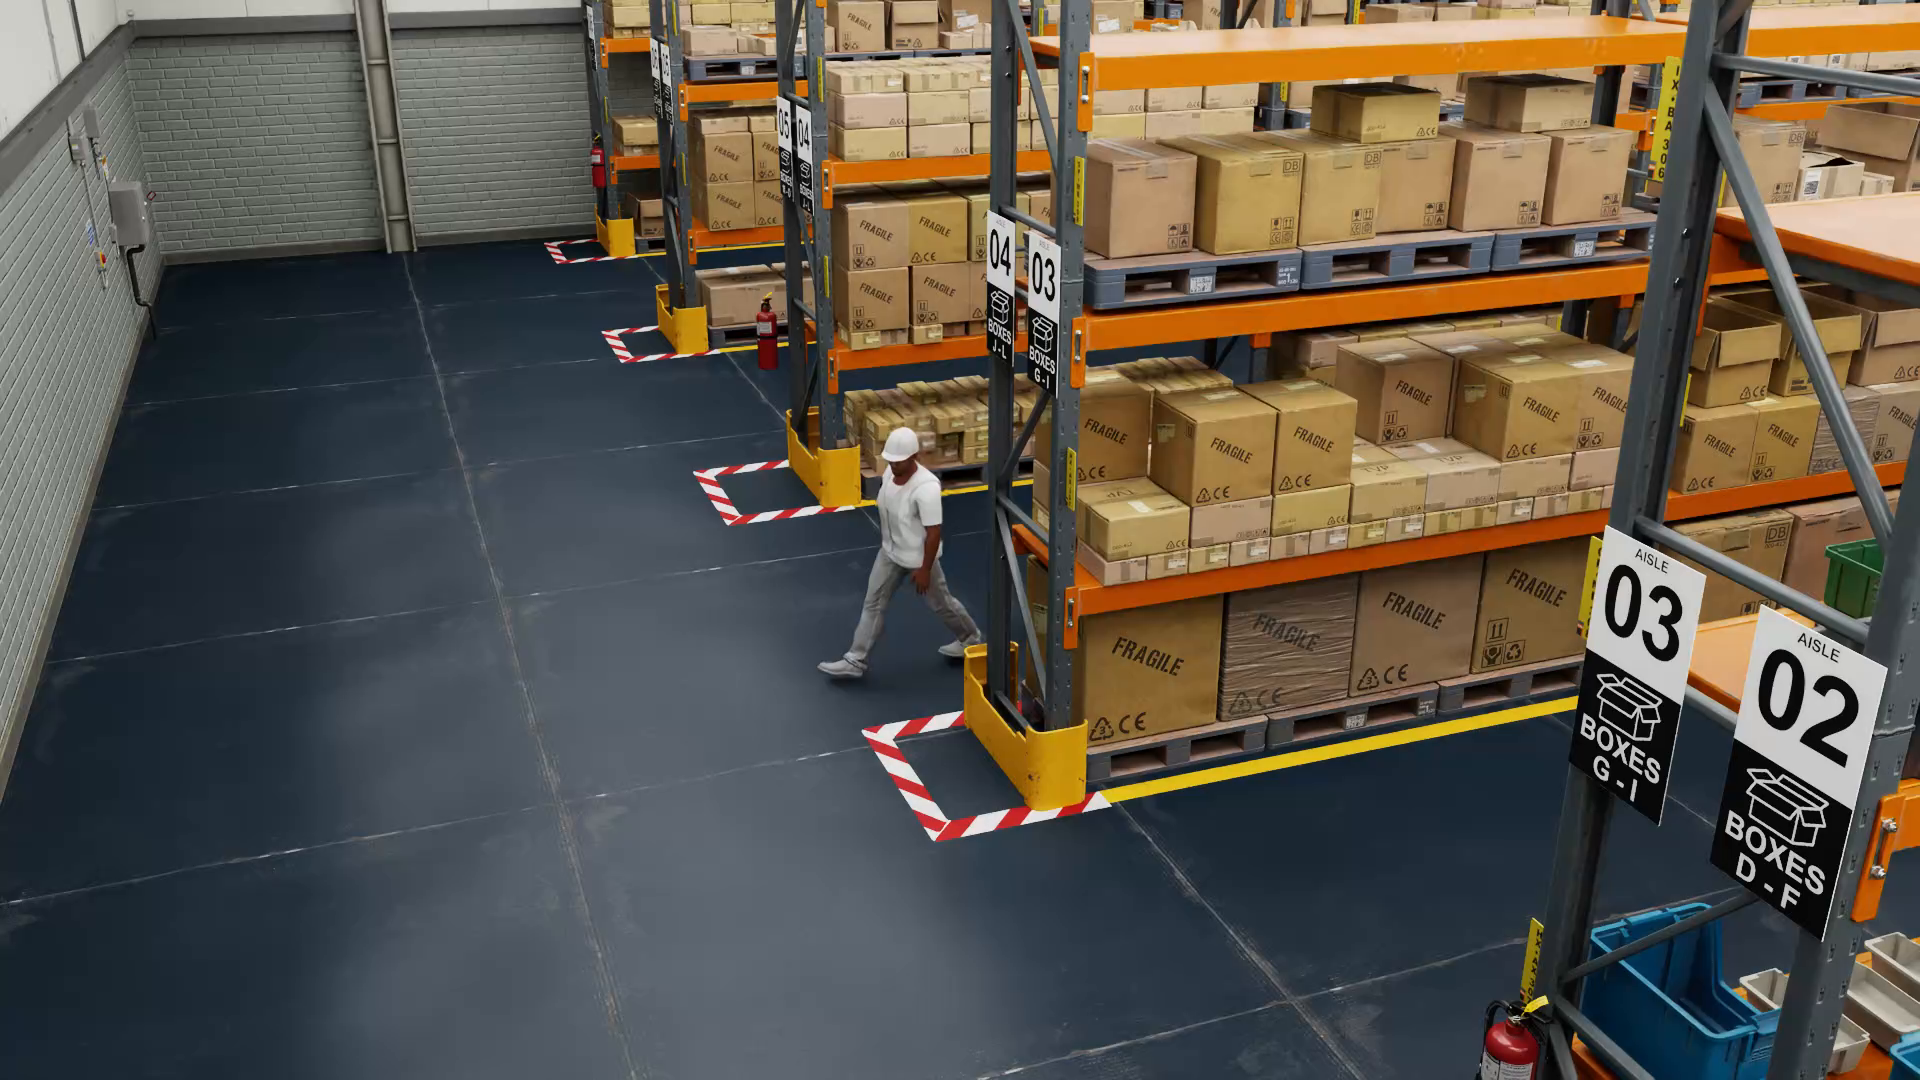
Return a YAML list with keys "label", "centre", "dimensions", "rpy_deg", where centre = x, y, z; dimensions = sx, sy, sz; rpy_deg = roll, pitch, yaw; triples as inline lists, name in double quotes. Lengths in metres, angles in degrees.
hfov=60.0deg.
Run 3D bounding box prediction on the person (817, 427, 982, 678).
- label: "person"
  centre: [-0.363, 0.070, 10.673]
  dimensions: [1.113, 1.703, 0.661]
  rpy_deg: [-17, 28, -36]
